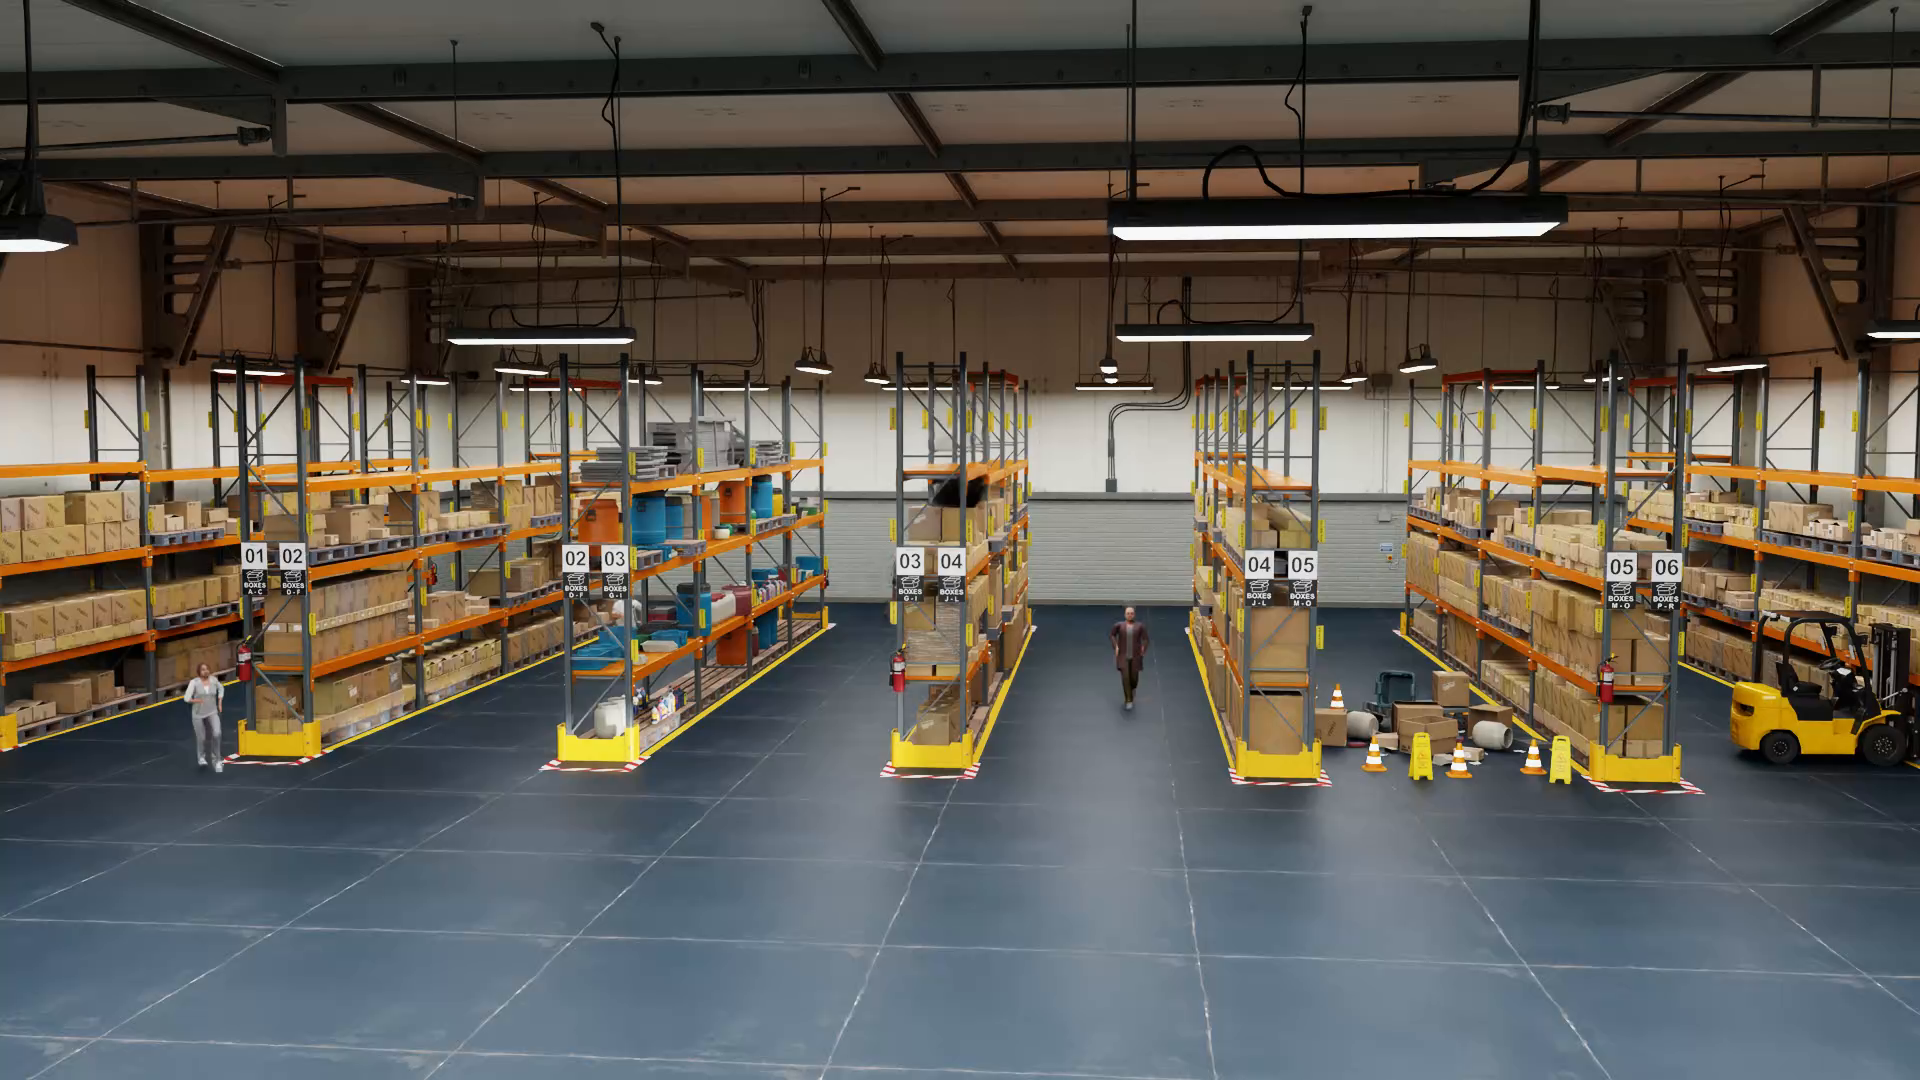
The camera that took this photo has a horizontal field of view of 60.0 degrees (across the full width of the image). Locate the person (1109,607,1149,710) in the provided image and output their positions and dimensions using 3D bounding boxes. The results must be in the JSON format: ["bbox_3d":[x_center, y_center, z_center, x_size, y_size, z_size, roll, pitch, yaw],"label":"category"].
[{"bbox_3d":[2.972,2.062,29.241,0.711,1.765,0.880,0,4,4],"label":"person"}]

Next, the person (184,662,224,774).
[{"bbox_3d":[-10.783,2.527,23.756,0.565,1.609,0.745,-3,5,-34],"label":"person"}]

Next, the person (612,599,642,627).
[{"bbox_3d":[-6.656,1.826,33.270,0.573,1.758,0.778,0,4,2],"label":"person"}]

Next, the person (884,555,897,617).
[{"bbox_3d":[-1.505,1.142,42.207,0.845,1.694,0.668,3,5,32],"label":"person"}]
